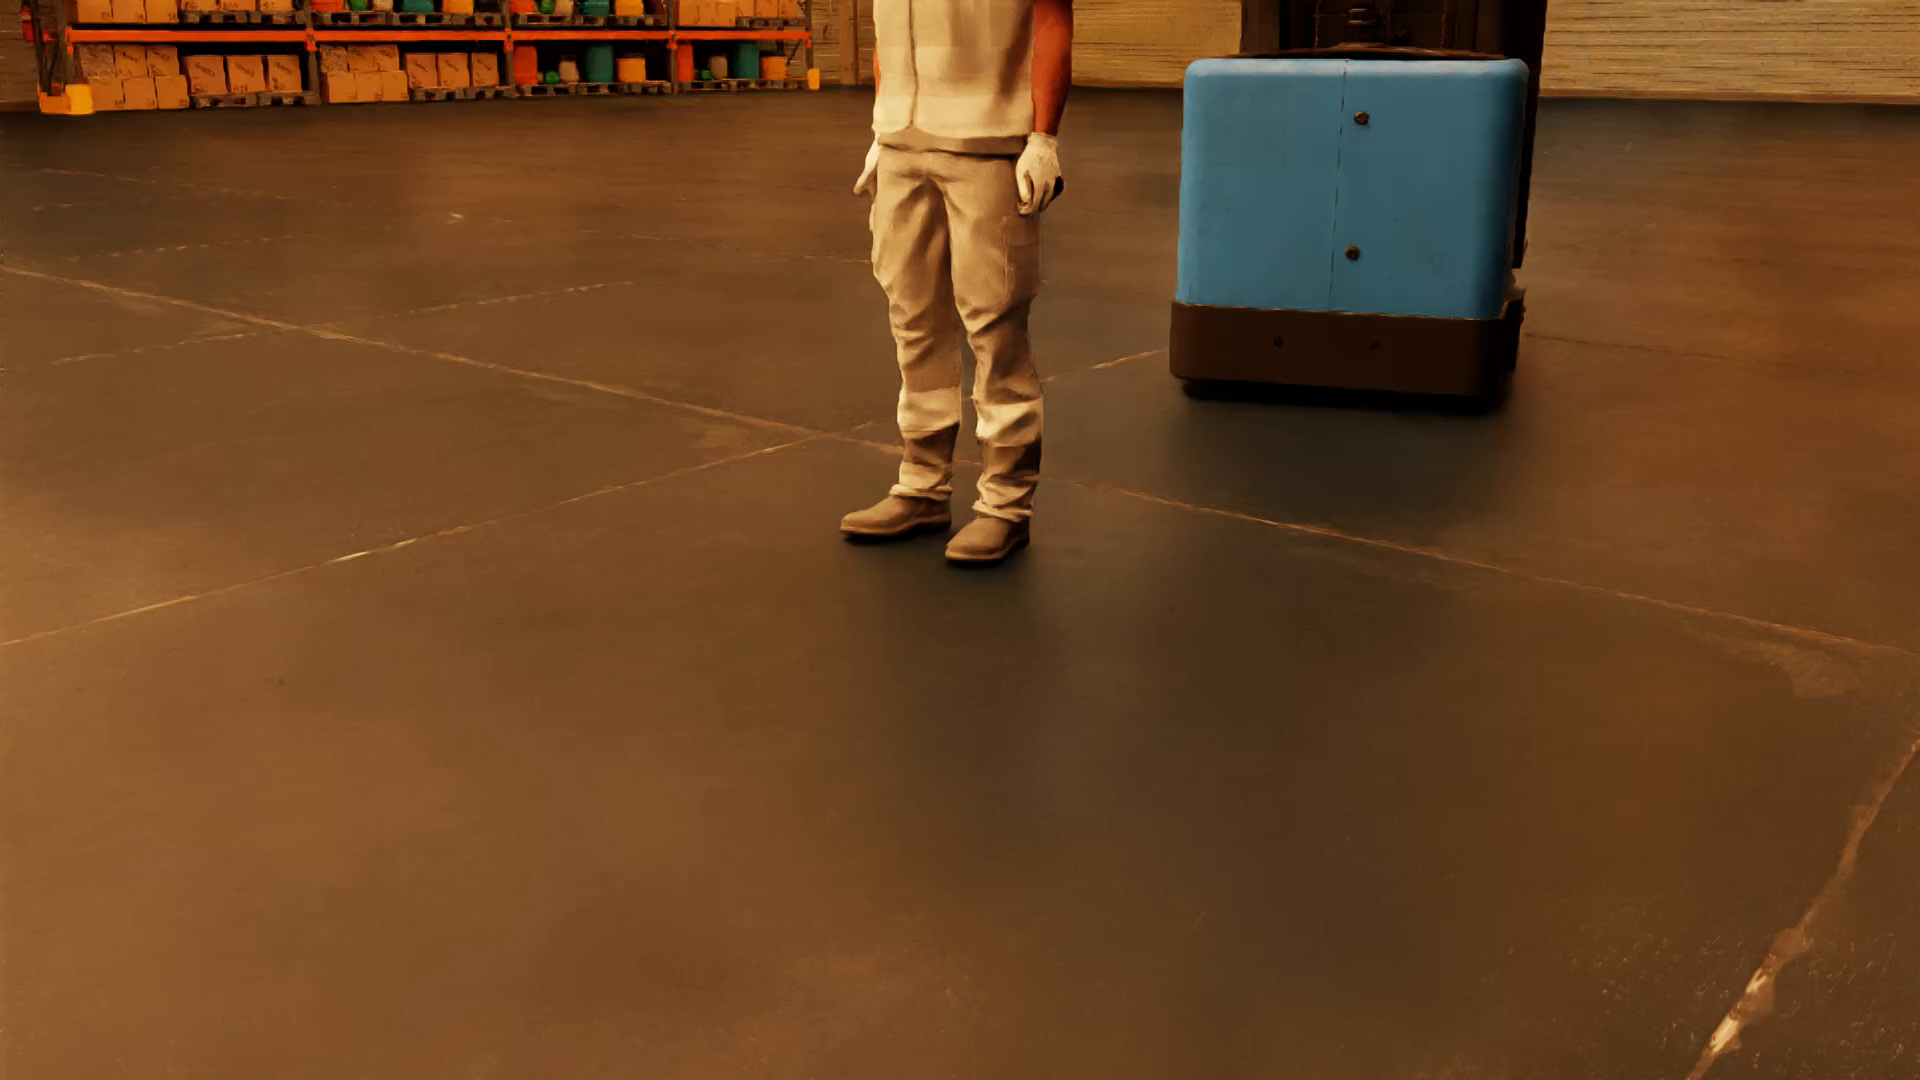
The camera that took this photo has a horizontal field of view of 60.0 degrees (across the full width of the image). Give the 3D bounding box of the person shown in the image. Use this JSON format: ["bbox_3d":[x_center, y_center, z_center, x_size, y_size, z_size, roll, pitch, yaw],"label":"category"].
[{"bbox_3d":[-0.012,-0.852,3.665,0.540,1.795,0.349,13,21,37],"label":"person"}]

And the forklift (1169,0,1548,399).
[{"bbox_3d":[1.668,-2.237,6.266,1.130,2.935,3.031,6,18,19],"label":"forklift"}]
